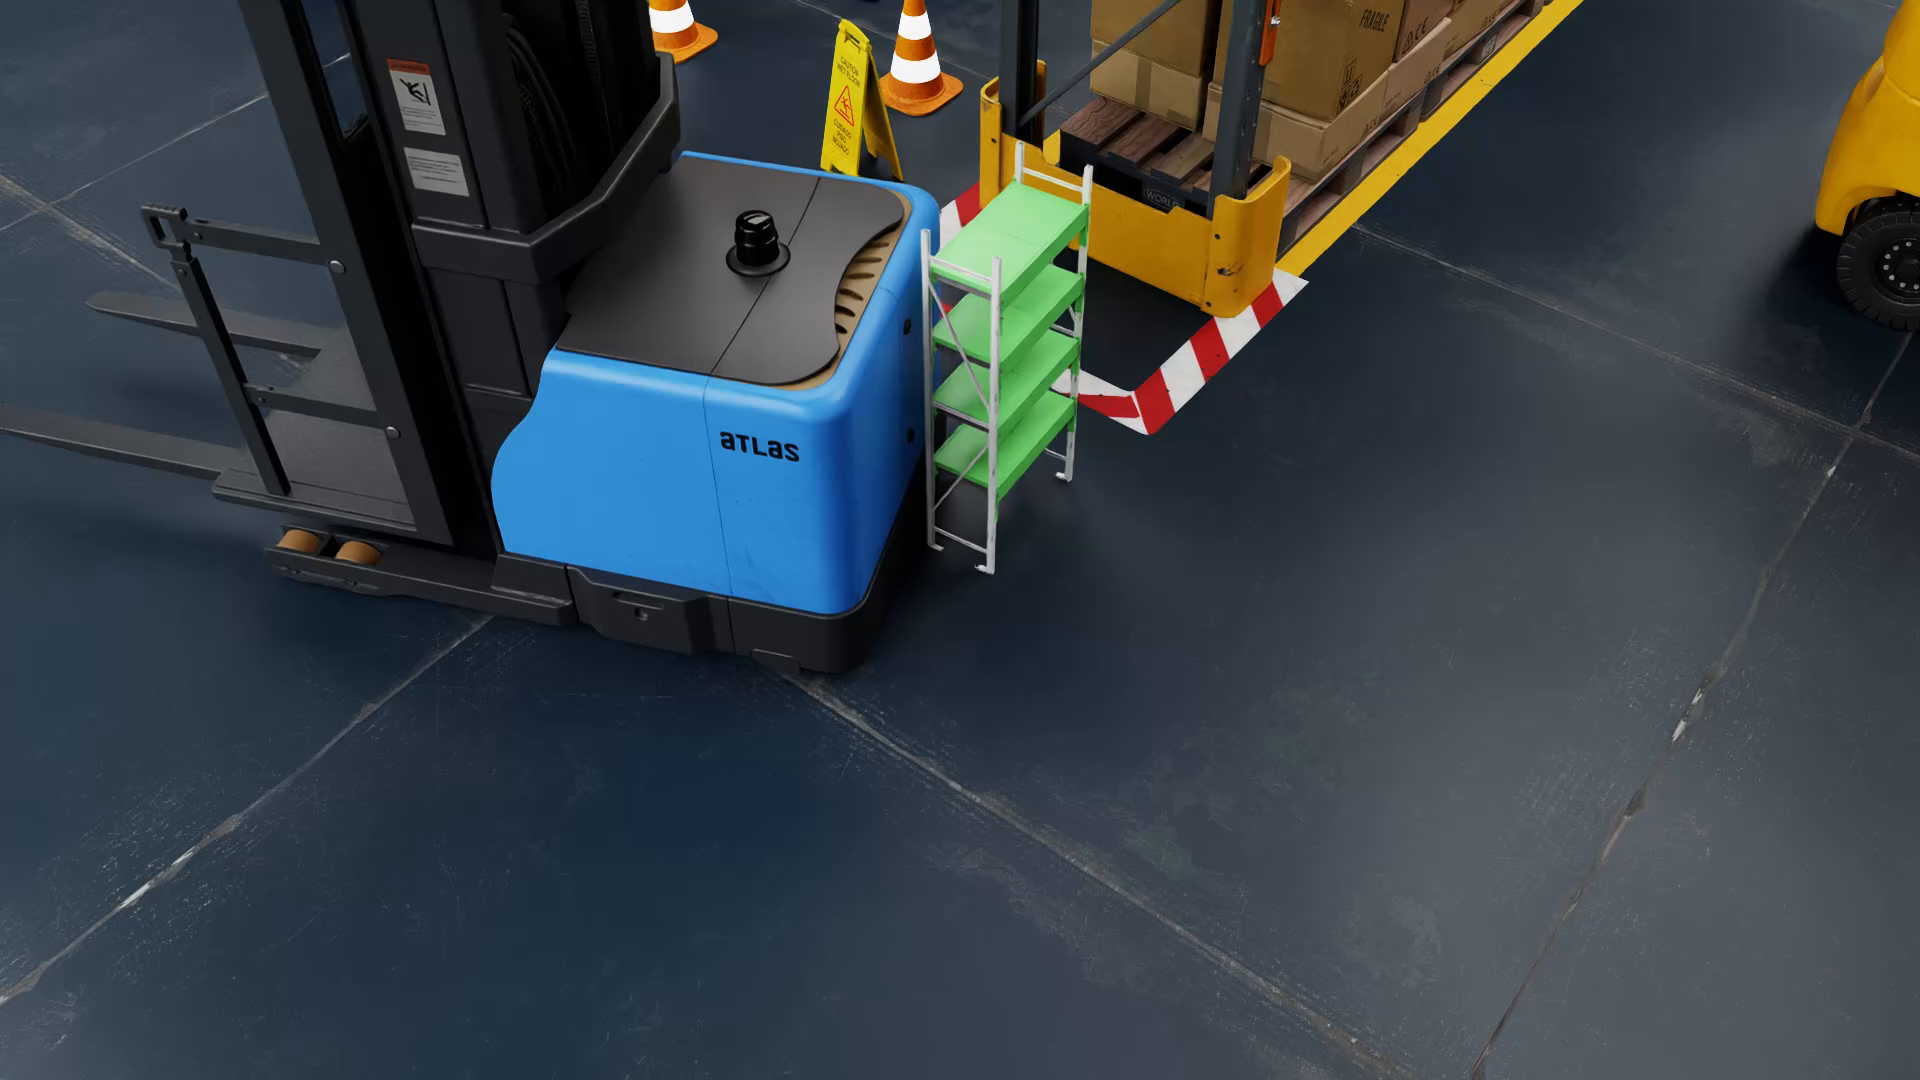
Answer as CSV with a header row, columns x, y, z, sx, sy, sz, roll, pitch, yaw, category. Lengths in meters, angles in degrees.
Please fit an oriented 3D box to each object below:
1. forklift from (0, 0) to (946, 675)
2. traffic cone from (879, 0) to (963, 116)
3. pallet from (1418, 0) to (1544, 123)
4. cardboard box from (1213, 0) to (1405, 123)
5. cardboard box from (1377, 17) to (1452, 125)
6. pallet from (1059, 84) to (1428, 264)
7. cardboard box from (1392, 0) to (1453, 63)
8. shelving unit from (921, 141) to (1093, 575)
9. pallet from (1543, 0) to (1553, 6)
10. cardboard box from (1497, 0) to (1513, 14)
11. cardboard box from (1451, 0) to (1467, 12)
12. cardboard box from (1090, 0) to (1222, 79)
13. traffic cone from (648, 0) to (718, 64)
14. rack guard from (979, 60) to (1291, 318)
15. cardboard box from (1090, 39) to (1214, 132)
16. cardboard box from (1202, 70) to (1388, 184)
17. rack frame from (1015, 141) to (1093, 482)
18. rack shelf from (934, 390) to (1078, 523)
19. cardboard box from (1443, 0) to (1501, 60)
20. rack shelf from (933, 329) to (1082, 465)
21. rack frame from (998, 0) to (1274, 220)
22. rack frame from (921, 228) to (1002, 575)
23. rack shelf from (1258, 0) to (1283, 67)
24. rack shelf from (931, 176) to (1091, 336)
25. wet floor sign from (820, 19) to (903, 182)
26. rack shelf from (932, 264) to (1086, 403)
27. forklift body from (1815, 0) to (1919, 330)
x,y,z,sx,sy,sz,roll,pitch,yaw,category
-1.619,-1.205,4.374,3.031,2.935,1.130,11,47,10,forklift
-0.187,-2.072,6.909,0.336,0.463,0.334,29,53,25,traffic cone
1.888,-2.357,7.355,1.003,0.211,1.213,29,53,25,pallet
1.297,-1.940,6.121,0.500,0.500,0.500,28,52,24,cardboard box
1.601,-1.955,6.655,0.500,0.250,0.500,31,54,26,cardboard box
1.142,-1.662,6.691,1.003,0.211,1.213,29,53,25,pallet
1.613,-2.241,6.409,0.500,0.500,0.500,27,52,24,cardboard box
0.132,-0.505,4.903,0.258,1.200,0.503,24,51,21,shelving unit
2.634,-3.058,8.025,1.003,0.211,1.213,29,53,25,pallet
2.235,-2.561,7.233,0.500,0.250,0.500,30,53,26,cardboard box
1.926,-2.524,6.679,0.500,0.500,0.500,30,53,26,cardboard box
0.854,-2.160,6.332,0.500,0.500,0.500,30,53,25,cardboard box
-1.274,-2.368,7.192,0.336,0.463,0.334,29,53,25,traffic cone
0.617,-1.312,6.158,1.175,0.500,0.348,29,53,25,rack guard
0.867,-1.923,6.623,0.500,0.250,0.500,29,53,25,cardboard box
1.283,-1.667,6.379,0.500,0.250,0.500,29,53,25,cardboard box
0.261,-0.655,5.046,0.240,1.200,0.015,24,51,21,rack frame
0.132,-0.295,5.123,0.258,0.148,0.480,24,51,21,rack shelf
1.924,-2.273,6.958,0.500,0.250,0.500,33,54,27,cardboard box
0.132,-0.461,4.949,0.258,0.148,0.480,24,51,21,rack shelf
0.571,-2.132,5.212,1.000,3.000,0.127,29,53,25,rack frame
0.002,-0.356,4.760,0.240,1.200,0.015,24,51,21,rack frame
1.793,-3.028,6.566,1.077,0.370,4.000,29,53,25,rack shelf
0.132,-0.793,4.602,0.258,0.148,0.480,24,51,21,rack shelf
-0.392,-1.683,6.412,0.232,0.644,0.267,-25,51,-22,wet floor sign
0.132,-0.627,4.776,0.258,0.148,0.480,24,51,21,rack shelf
4.216,-1.538,5.232,2.313,2.155,1.214,29,53,25,forklift body
